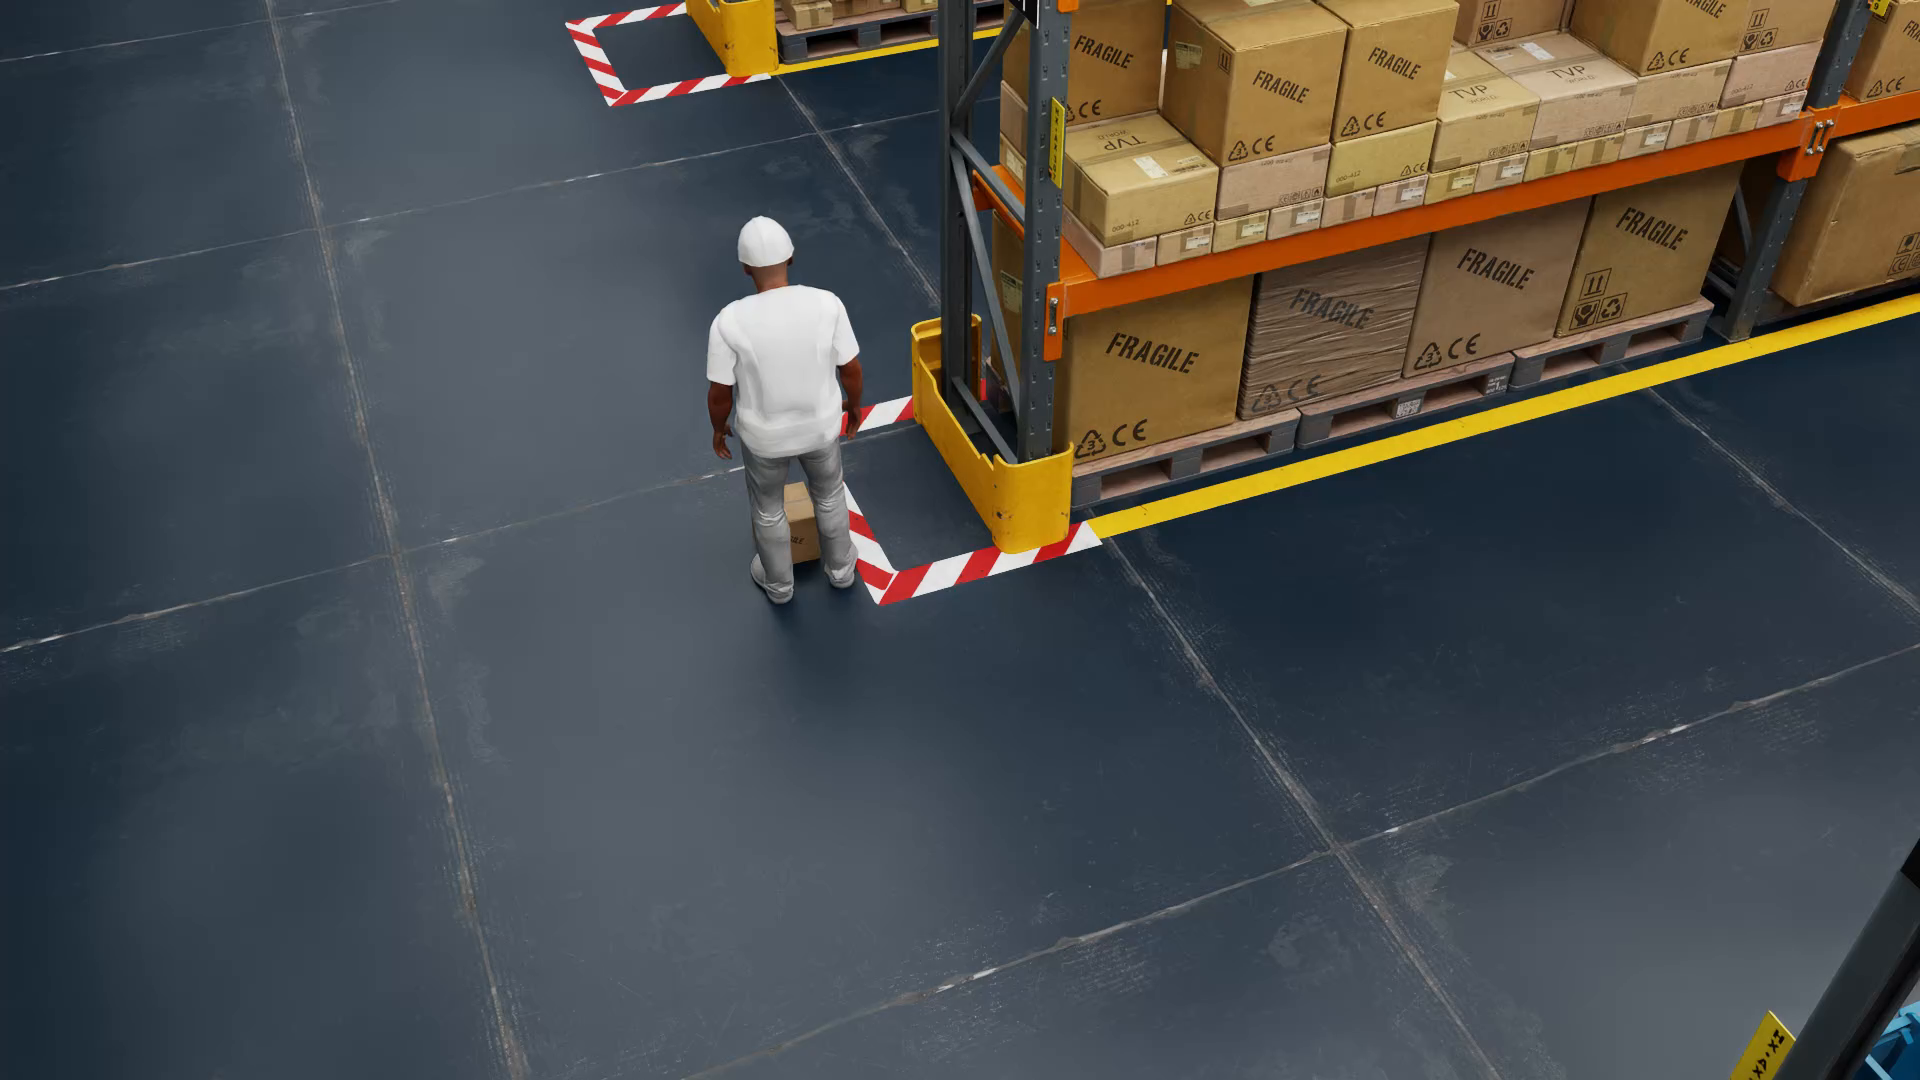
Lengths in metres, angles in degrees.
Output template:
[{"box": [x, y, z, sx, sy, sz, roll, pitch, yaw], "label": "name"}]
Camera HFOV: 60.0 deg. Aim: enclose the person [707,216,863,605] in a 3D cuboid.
[{"box": [-0.694, -0.487, 6.696, 0.627, 1.761, 0.456, -11, 43, -12], "label": "person"}]
